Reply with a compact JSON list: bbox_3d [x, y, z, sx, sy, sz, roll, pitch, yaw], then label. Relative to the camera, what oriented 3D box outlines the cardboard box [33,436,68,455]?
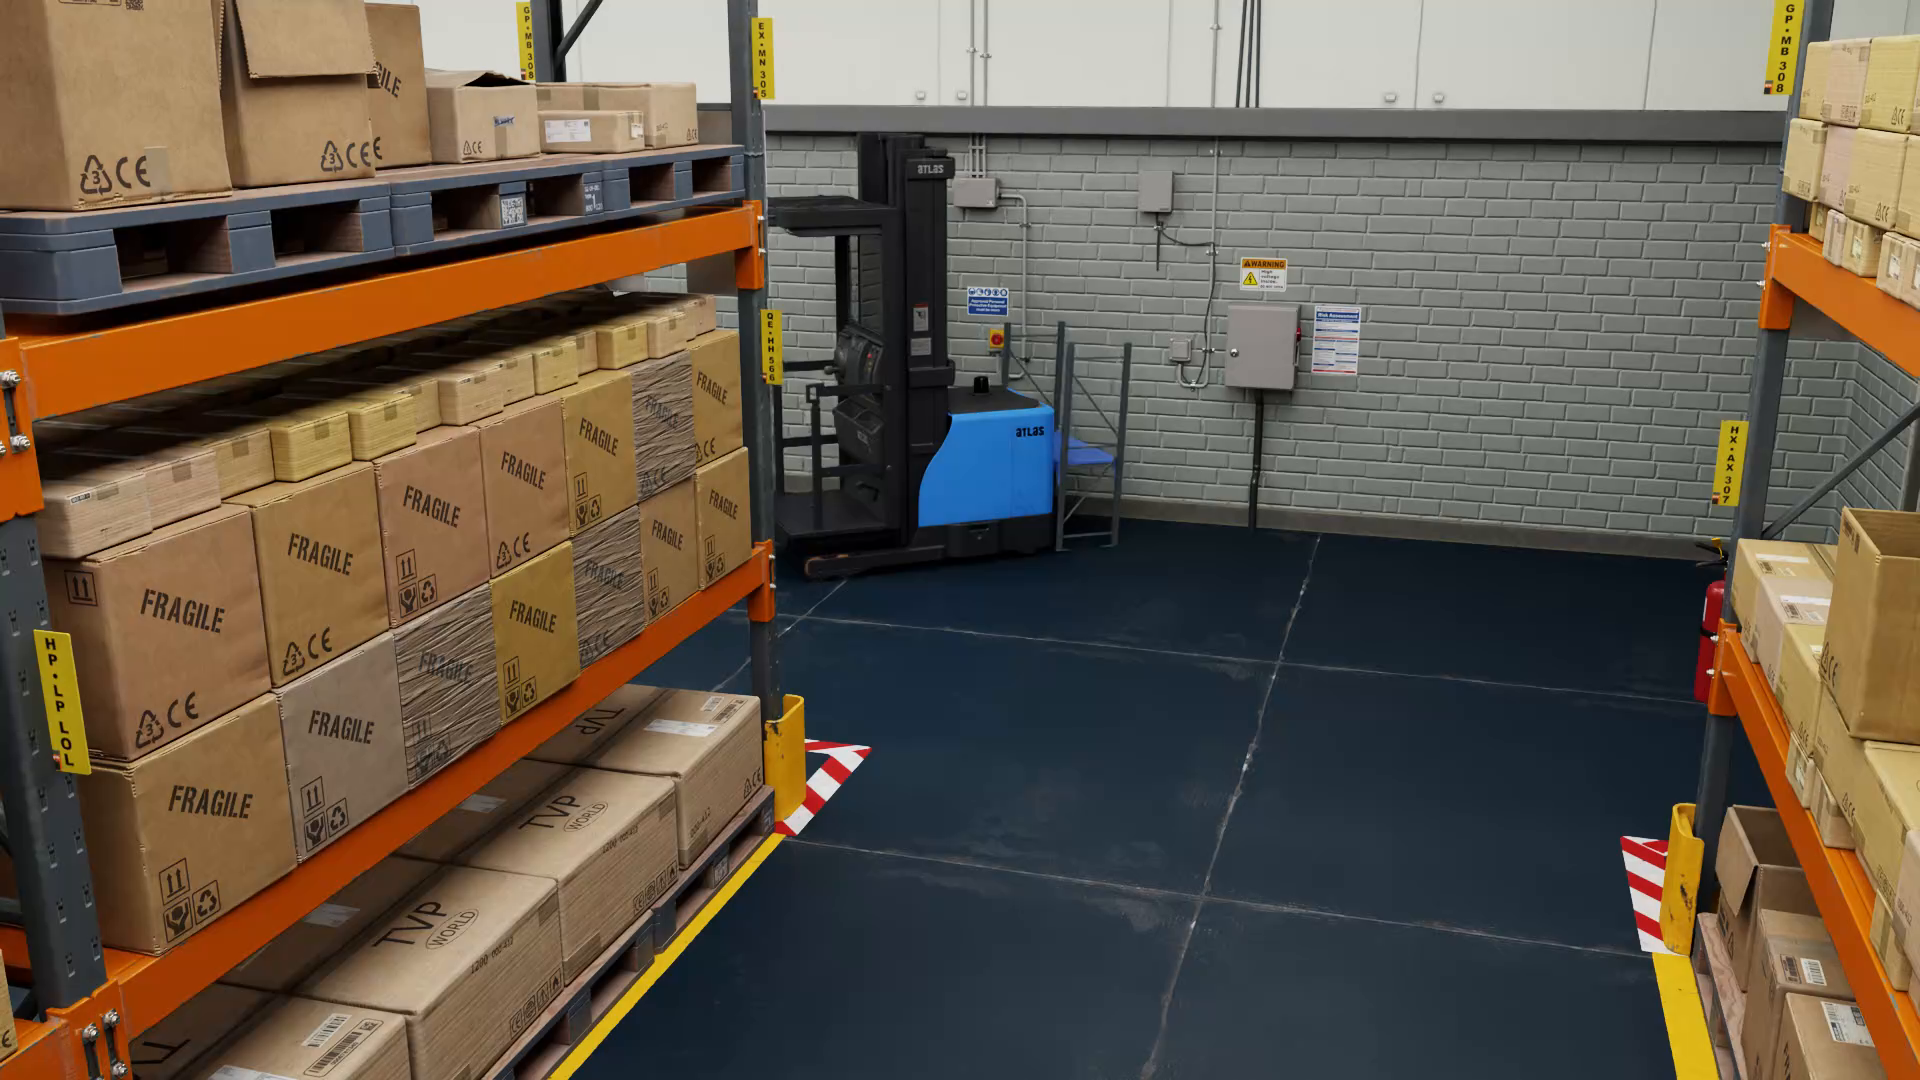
[{"bbox_3d":[-2.512,-0.174,4.242,0.380,0.149,0.250,5,17,17],"label":"cardboard box"}]

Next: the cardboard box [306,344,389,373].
[{"bbox_3d":[-2.184,-0.581,5.676,0.380,0.149,0.250,4,16,15],"label":"cardboard box"}]

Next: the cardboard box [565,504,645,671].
[{"bbox_3d":[-1.514,0.151,6.118,0.500,0.500,0.500,5,17,17],"label":"cardboard box"}]

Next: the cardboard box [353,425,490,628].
[{"bbox_3d":[-1.800,-0.067,5.052,0.500,0.500,0.500,5,17,17],"label":"cardboard box"}]

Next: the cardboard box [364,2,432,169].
[{"bbox_3d":[-2.054,-1.439,5.273,0.500,0.500,0.500,5,17,17],"label":"cardboard box"}]

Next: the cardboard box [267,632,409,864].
[{"bbox_3d":[-1.942,0.551,4.706,0.500,0.500,0.500,5,17,16],"label":"cardboard box"}]

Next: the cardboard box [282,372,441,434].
[{"bbox_3d":[-1.820,-0.409,5.069,0.380,0.149,0.250,5,16,16],"label":"cardboard box"}]

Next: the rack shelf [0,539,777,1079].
[{"bbox_3d":[-1.905,0.656,5.839,1.077,0.370,4.000,5,16,16],"label":"rack shelf"}]

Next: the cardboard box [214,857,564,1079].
[{"bbox_3d":[-1.938,1.473,5.564,0.875,0.438,0.875,4,16,14],"label":"cardboard box"}]

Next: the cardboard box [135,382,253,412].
[{"bbox_3d":[-2.341,-0.374,4.948,0.380,0.149,0.250,4,16,15],"label":"cardboard box"}]

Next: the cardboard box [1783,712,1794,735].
[{"bbox_3d":[2.867,0.559,5.322,0.380,0.149,0.250,5,17,18],"label":"cardboard box"}]

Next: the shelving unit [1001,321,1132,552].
[{"bbox_3d":[0.742,-0.793,12.321,0.538,1.500,1.048,-4,17,-24],"label":"shelving unit"}]

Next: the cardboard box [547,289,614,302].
[{"bbox_3d":[-1.703,-0.983,7.095,0.380,0.149,0.250,5,17,17],"label":"cardboard box"}]

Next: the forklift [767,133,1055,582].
[{"bbox_3d":[-0.890,-1.289,11.502,3.031,2.935,1.130,-6,17,-20],"label":"forklift"}]

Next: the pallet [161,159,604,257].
[{"bbox_3d":[-1.882,-1.099,5.372,1.003,0.211,1.213,5,16,16],"label":"pallet"}]

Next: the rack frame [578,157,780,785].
[{"bbox_3d":[-1.337,-0.214,7.585,1.000,3.000,0.127,5,16,16],"label":"rack frame"}]

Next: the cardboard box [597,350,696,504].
[{"bbox_3d":[-1.366,-0.459,6.435,0.500,0.500,0.500,5,16,16],"label":"cardboard box"}]

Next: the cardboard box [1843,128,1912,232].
[{"bbox_3d":[2.753,-0.981,4.525,0.500,0.250,0.500,4,16,14],"label":"cardboard box"}]

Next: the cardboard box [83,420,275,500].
[{"bbox_3d":[-2.045,-0.209,4.366,0.380,0.149,0.250,4,16,15],"label":"cardboard box"}]

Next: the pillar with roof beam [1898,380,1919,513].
[{"bbox_3d":[0.926,-3.685,8.831,9.100,9.000,0.400,5,16,16],"label":"pillar with roof beam"}]

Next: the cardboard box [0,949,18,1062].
[{"bbox_3d":[-2.359,1.042,3.433,0.500,0.250,0.500,4,16,15],"label":"cardboard box"}]

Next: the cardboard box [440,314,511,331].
[{"bbox_3d":[-1.951,-0.780,6.378,0.380,0.149,0.250,4,16,14],"label":"cardboard box"}]

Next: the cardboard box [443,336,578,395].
[{"bbox_3d":[-1.557,-0.607,5.769,0.380,0.149,0.250,5,17,17],"label":"cardboard box"}]

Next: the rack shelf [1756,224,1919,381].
[{"bbox_3d":[2.855,-0.403,4.076,1.077,0.370,4.000,5,16,16],"label":"rack shelf"}]

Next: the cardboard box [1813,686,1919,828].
[{"bbox_3d":[2.627,0.597,4.456,0.500,0.250,0.500,4,16,14],"label":"cardboard box"}]

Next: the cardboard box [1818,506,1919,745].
[{"bbox_3d":[2.610,0.229,4.381,0.500,0.500,0.500,5,17,17],"label":"cardboard box"}]

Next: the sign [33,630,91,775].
[{"bbox_3d":[-1.951,0.354,3.609,0.100,0.325,0.005,5,16,16],"label":"sign"}]

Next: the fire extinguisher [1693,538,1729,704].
[{"bbox_3d":[3.022,0.313,6.555,0.296,0.674,0.183,5,16,16],"label":"fire extinguisher"}]

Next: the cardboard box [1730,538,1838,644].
[{"bbox_3d":[3.036,0.197,5.867,0.500,0.250,0.500,5,17,16],"label":"cardboard box"}]

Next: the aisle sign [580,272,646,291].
[{"bbox_3d":[-1.594,-1.506,7.376,0.394,0.787,0.004,5,16,16],"label":"aisle sign"}]

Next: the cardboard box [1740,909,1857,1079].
[{"bbox_3d":[2.878,1.544,5.199,0.700,0.500,0.500,5,17,18],"label":"cardboard box"}]

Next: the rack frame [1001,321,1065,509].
[{"bbox_3d":[0.535,-0.926,12.766,0.500,1.500,0.032,-4,17,-24],"label":"rack frame"}]

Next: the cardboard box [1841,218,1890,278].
[{"bbox_3d":[2.734,-0.824,4.700,0.380,0.149,0.250,5,16,16],"label":"cardboard box"}]

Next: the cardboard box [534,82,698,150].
[{"bbox_3d":[-1.378,-1.710,6.686,0.500,0.250,0.500,3,16,11],"label":"cardboard box"}]

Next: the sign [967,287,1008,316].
[{"bbox_3d":[0.214,-1.840,12.825,0.327,0.218,0.001,5,16,16],"label":"sign"}]

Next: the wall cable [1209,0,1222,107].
[{"bbox_3d":[0.730,-4.551,11.882,2.355,3.000,0.029,5,16,16],"label":"wall cable"}]

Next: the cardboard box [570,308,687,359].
[{"bbox_3d":[-1.289,-0.803,6.459,0.380,0.149,0.250,4,16,15],"label":"cardboard box"}]

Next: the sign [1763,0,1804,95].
[{"bbox_3d":[2.903,-1.735,5.851,0.100,0.325,0.005,5,16,16],"label":"sign"}]

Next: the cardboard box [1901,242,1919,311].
[{"bbox_3d":[2.515,-0.627,4.008,0.380,0.149,0.250,5,17,17],"label":"cardboard box"}]

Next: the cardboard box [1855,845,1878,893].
[{"bbox_3d":[2.591,0.832,4.358,0.380,0.149,0.250,5,16,16],"label":"cardboard box"}]

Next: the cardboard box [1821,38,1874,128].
[{"bbox_3d":[2.894,-1.356,4.929,0.500,0.250,0.500,5,16,15],"label":"cardboard box"}]

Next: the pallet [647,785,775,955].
[{"bbox_3d":[-1.489,1.343,7.207,1.003,0.211,1.213,5,16,16],"label":"pallet"}]

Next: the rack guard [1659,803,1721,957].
[{"bbox_3d":[3.402,1.393,6.503,1.175,0.500,0.348,5,16,16],"label":"rack guard"}]
